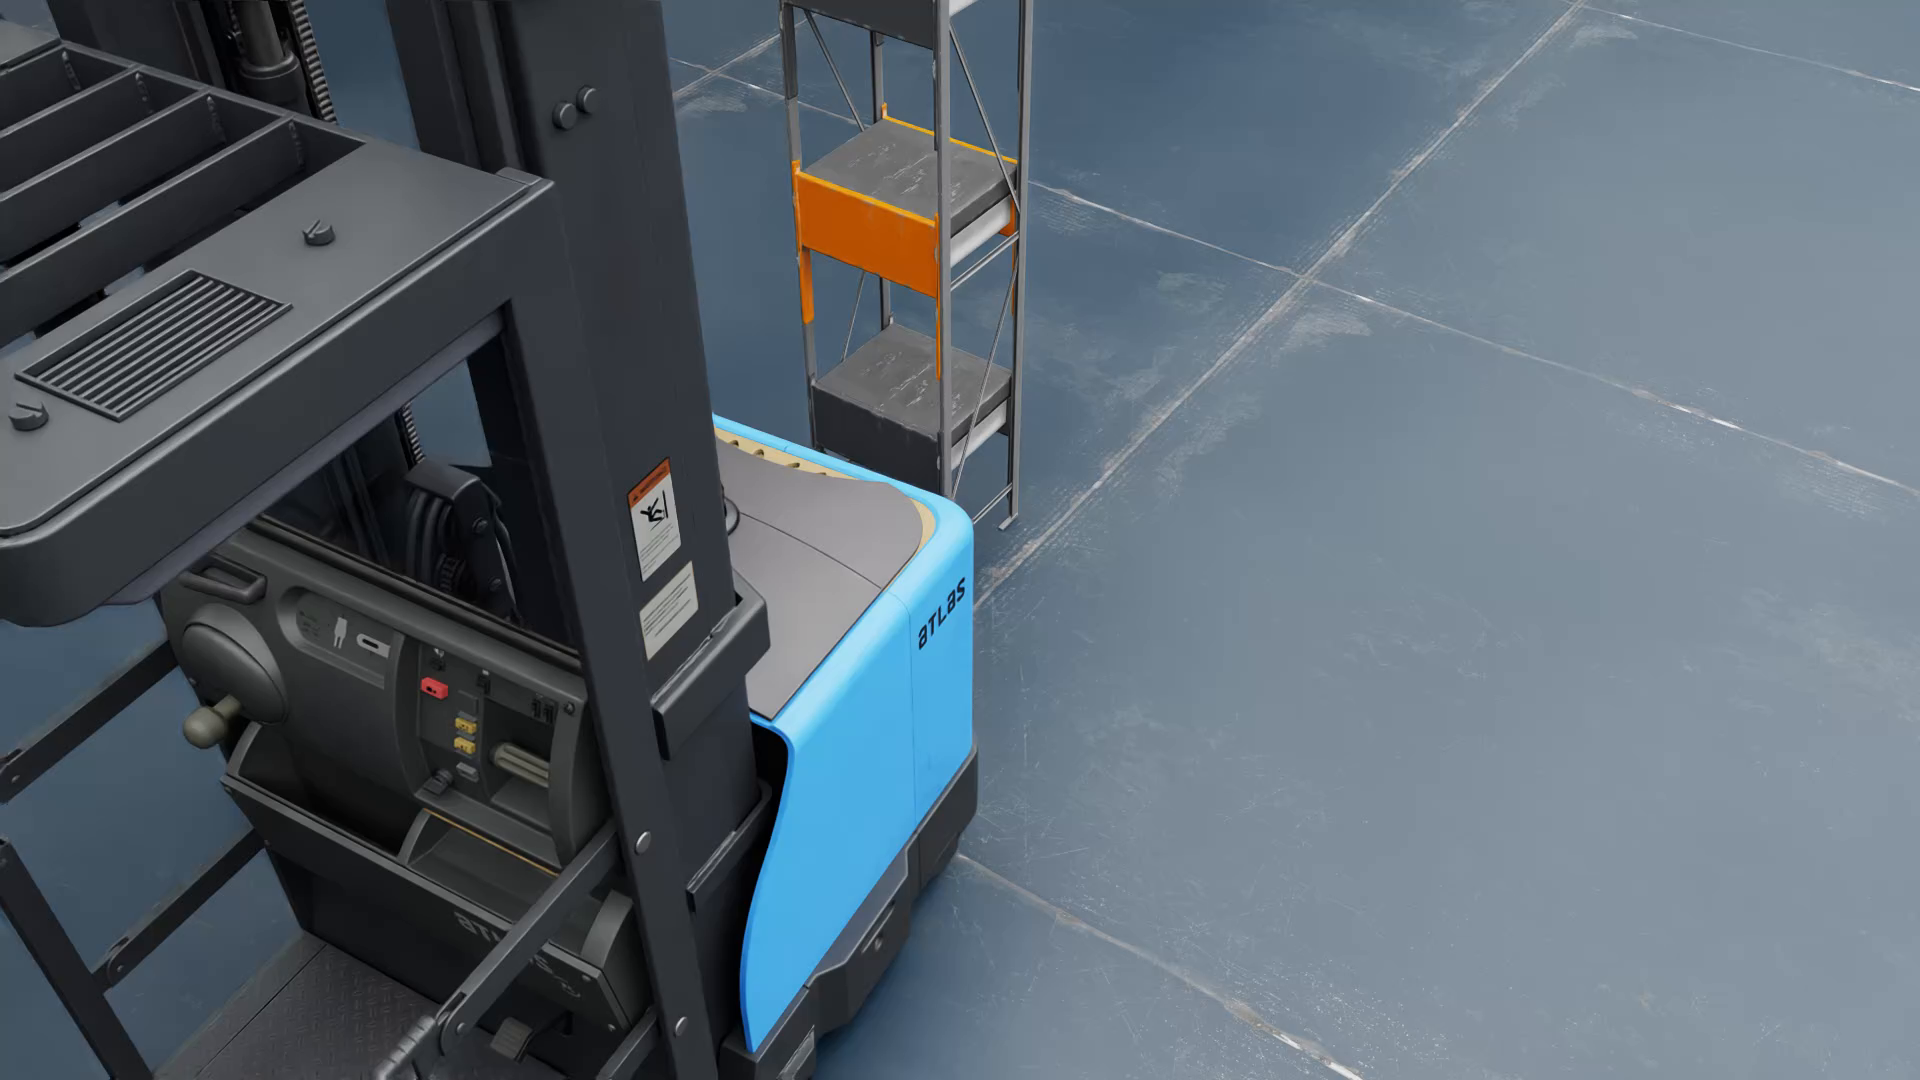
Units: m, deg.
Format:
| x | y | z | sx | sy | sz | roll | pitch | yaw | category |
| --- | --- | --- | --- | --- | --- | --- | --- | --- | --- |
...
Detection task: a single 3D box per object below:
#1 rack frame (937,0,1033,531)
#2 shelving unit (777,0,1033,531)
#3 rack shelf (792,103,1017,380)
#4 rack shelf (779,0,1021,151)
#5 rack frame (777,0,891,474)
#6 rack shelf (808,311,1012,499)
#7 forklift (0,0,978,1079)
| x | y | z | sx | sy | sz | roll | pitch | yaw | category |
| --- | --- | --- | --- | --- | --- | --- | --- | --- | --- |
| 0.064 | -0.752 | 4.516 | 0.015 | 2.100 | 0.400 | 25 | 48 | 25 | rack frame |
| -0.136 | -0.846 | 4.621 | 0.503 | 2.100 | 0.431 | 25 | 48 | 25 | shelving unit |
| -0.136 | -0.836 | 4.630 | 0.480 | 0.518 | 0.431 | 25 | 48 | 25 | rack shelf |
| -0.136 | -1.357 | 4.163 | 0.480 | 0.518 | 0.431 | 25 | 48 | 25 | rack shelf |
| -0.335 | -0.939 | 4.725 | 0.015 | 2.100 | 0.400 | 25 | 48 | 25 | rack frame |
| -0.136 | -0.314 | 5.097 | 0.480 | 0.518 | 0.431 | 25 | 48 | 25 | rack shelf |
| -1.109 | 0.338 | 2.675 | 1.130 | 2.935 | 3.031 | 20 | 46 | 21 | forklift |
